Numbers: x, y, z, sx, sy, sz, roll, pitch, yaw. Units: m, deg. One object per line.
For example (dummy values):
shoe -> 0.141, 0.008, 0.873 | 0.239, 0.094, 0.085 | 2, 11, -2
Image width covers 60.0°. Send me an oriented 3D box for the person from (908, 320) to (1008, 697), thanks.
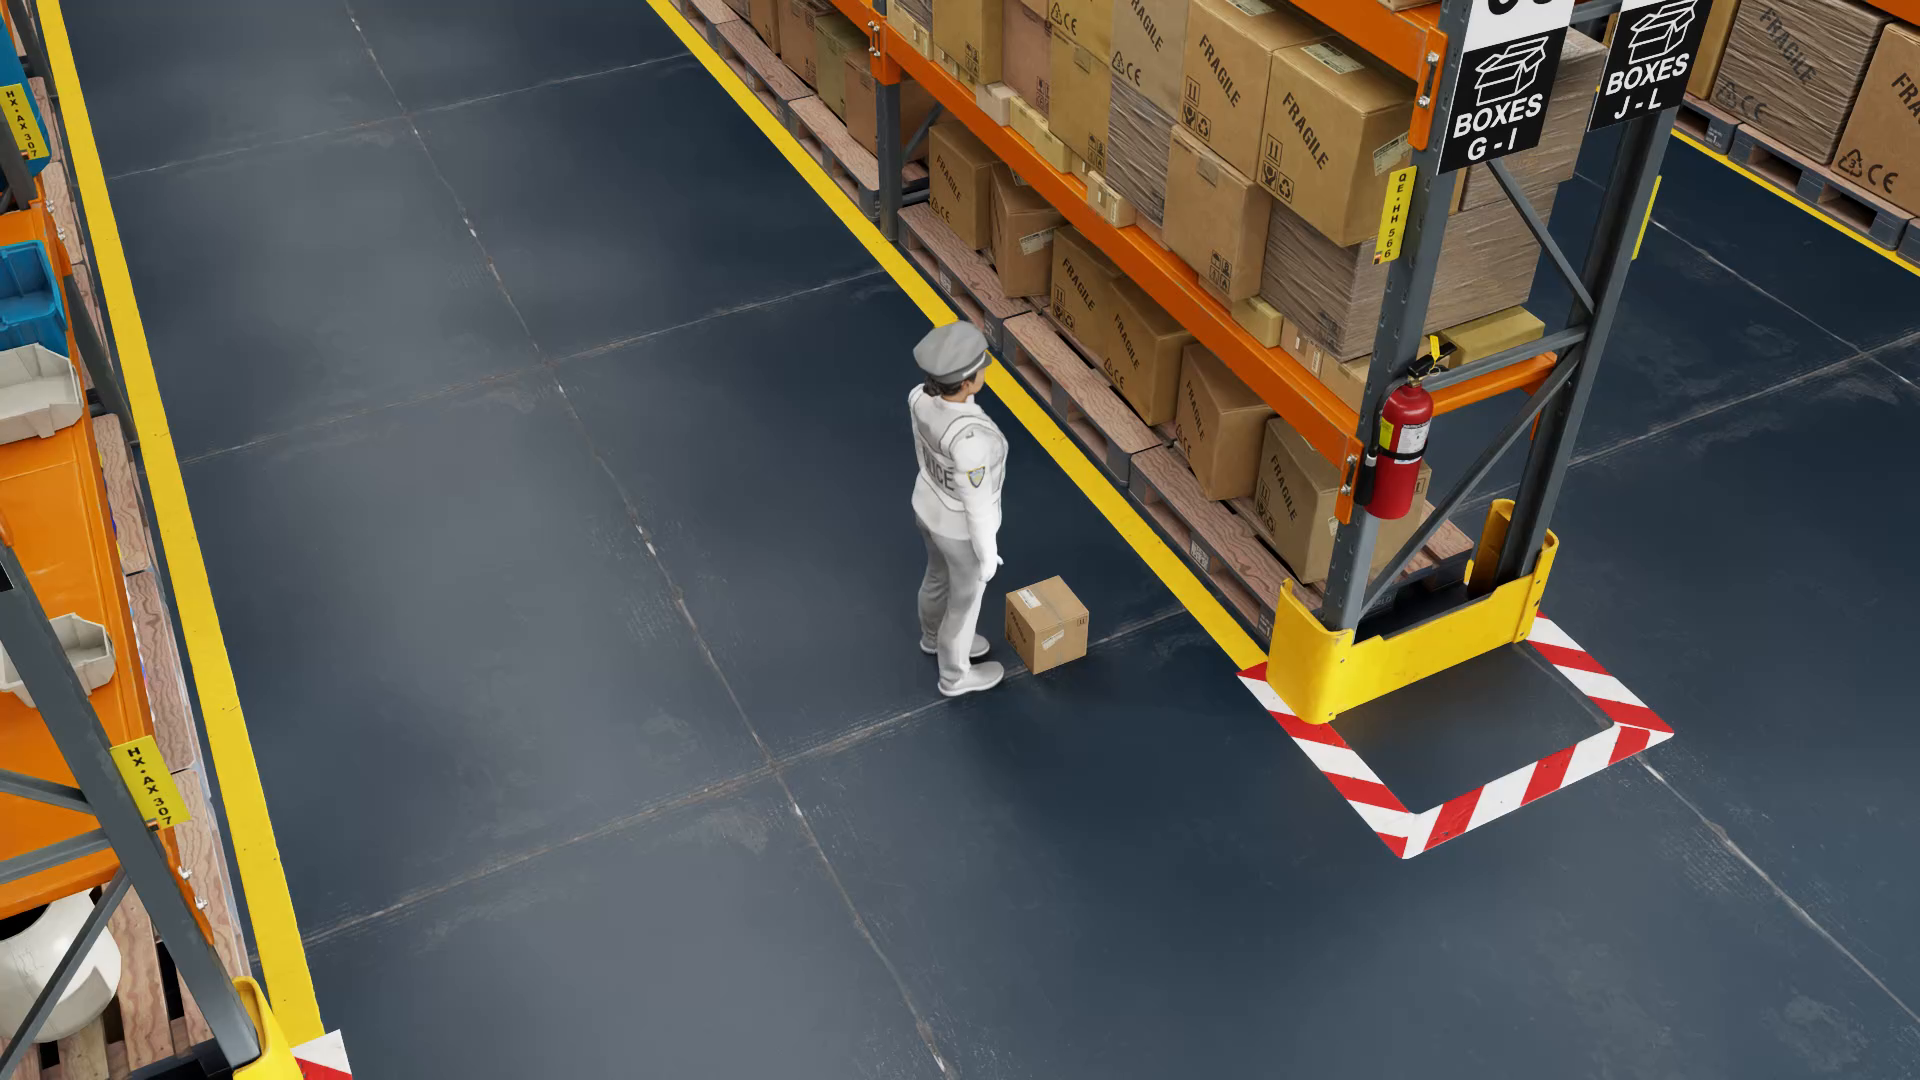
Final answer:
person -> 0.011, -0.077, 6.225 | 0.345, 1.684, 0.500 | -20, 45, -21
